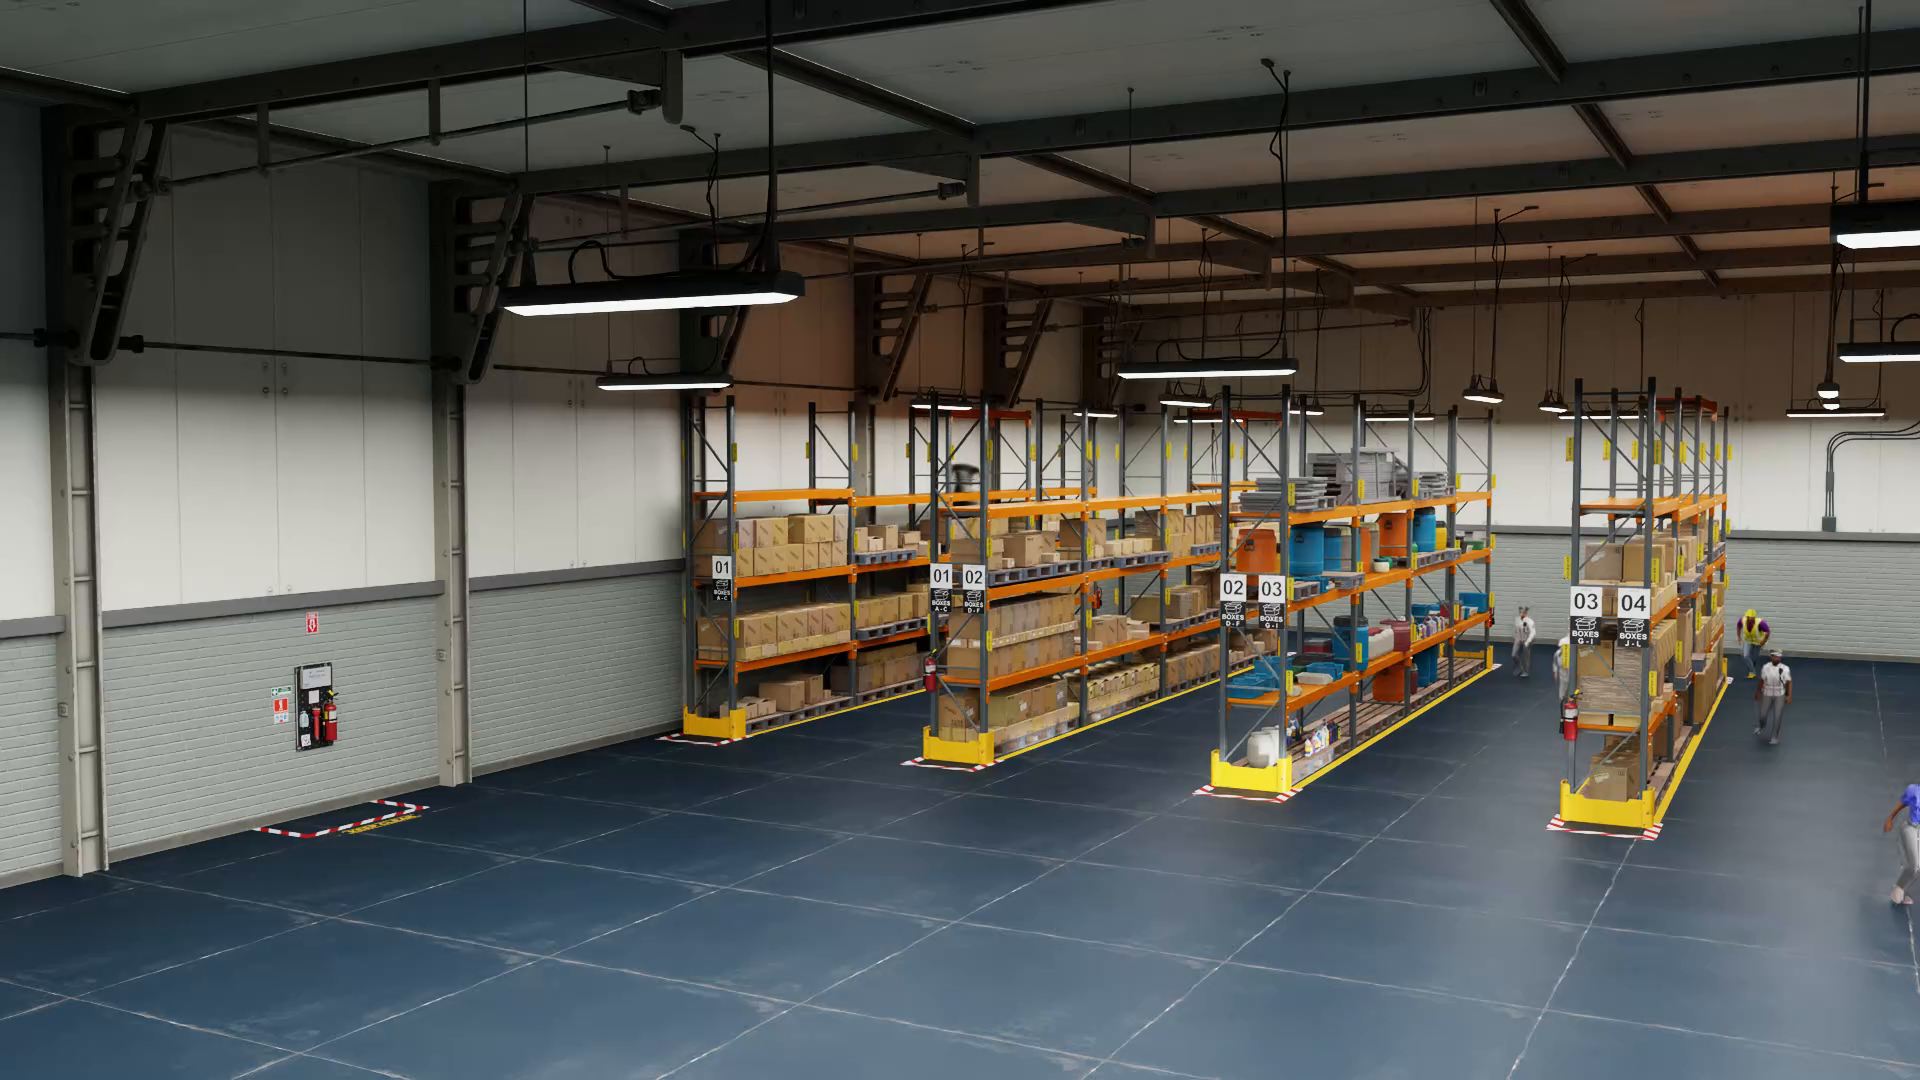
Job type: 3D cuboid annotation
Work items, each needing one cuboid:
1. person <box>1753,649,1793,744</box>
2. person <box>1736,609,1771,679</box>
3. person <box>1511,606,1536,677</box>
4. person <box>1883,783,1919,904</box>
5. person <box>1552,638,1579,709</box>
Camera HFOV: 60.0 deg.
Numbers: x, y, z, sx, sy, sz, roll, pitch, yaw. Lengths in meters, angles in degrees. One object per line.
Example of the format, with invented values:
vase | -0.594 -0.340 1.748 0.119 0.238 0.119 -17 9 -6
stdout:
person | 13.989 2.672 28.617 0.633 1.651 0.649 2 4 33
person | 17.603 2.284 36.879 0.708 1.559 1.090 2 4 34
person | 12.510 2.257 36.838 0.578 1.616 0.689 3 4 44
person | 10.557 3.244 18.246 0.556 1.584 0.711 0 3 -3
person | 11.317 2.584 30.761 0.679 1.602 0.892 2 4 38
